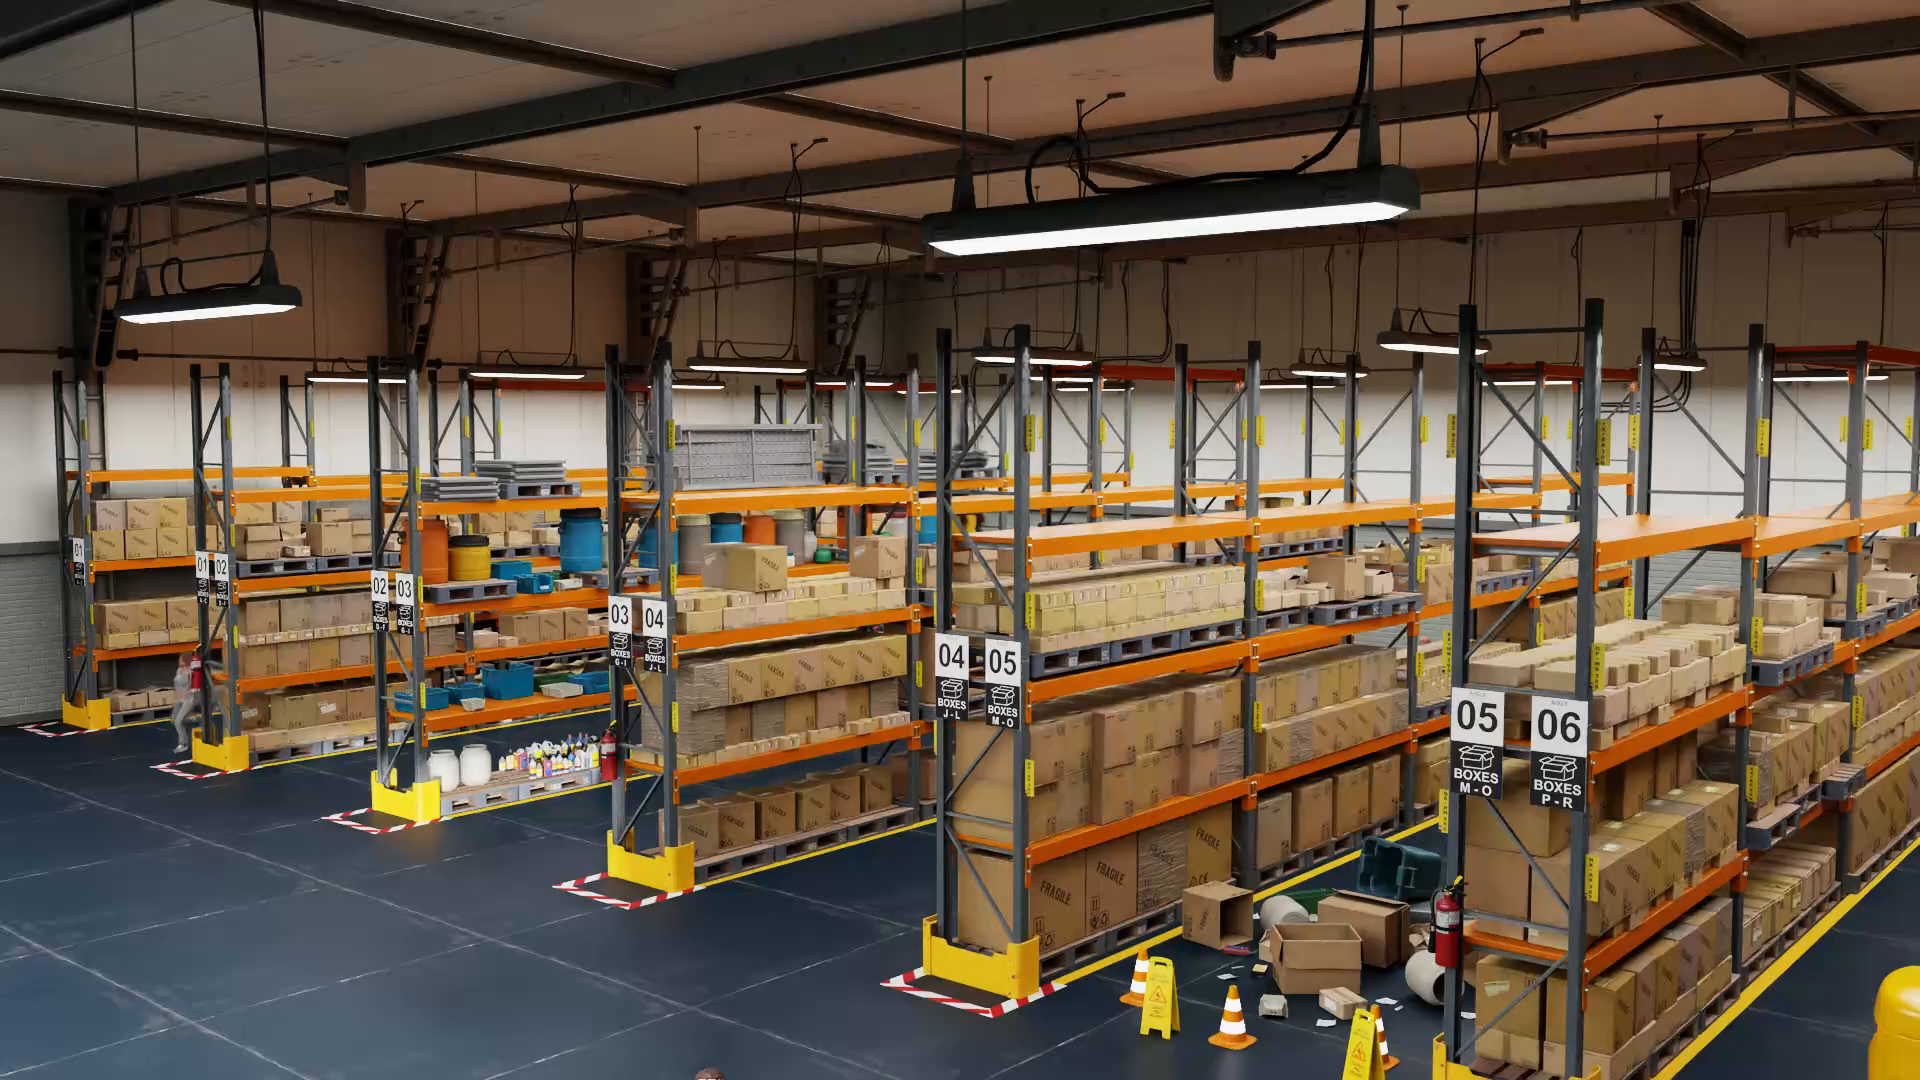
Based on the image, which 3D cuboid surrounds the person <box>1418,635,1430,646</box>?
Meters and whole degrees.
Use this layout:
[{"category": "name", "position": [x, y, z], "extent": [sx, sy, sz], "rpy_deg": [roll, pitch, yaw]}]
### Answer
[{"category": "person", "position": [7.442, 2.397, 26.525], "extent": [0.889, 1.762, 0.663], "rpy_deg": [-4, 5, -41]}]

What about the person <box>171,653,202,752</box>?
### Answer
[{"category": "person", "position": [-12.071, 2.534, 26.081], "extent": [0.547, 1.554, 0.574], "rpy_deg": [3, 5, 35]}]

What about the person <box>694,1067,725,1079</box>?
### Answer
[{"category": "person", "position": [-1.363, 3.686, 9.061], "extent": [0.577, 1.640, 0.859], "rpy_deg": [-1, 4, -9]}]

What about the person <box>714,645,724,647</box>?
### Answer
[{"category": "person", "position": [-4.133, 2.265, 27.877], "extent": [0.676, 1.825, 0.791], "rpy_deg": [4, 5, 41]}]
